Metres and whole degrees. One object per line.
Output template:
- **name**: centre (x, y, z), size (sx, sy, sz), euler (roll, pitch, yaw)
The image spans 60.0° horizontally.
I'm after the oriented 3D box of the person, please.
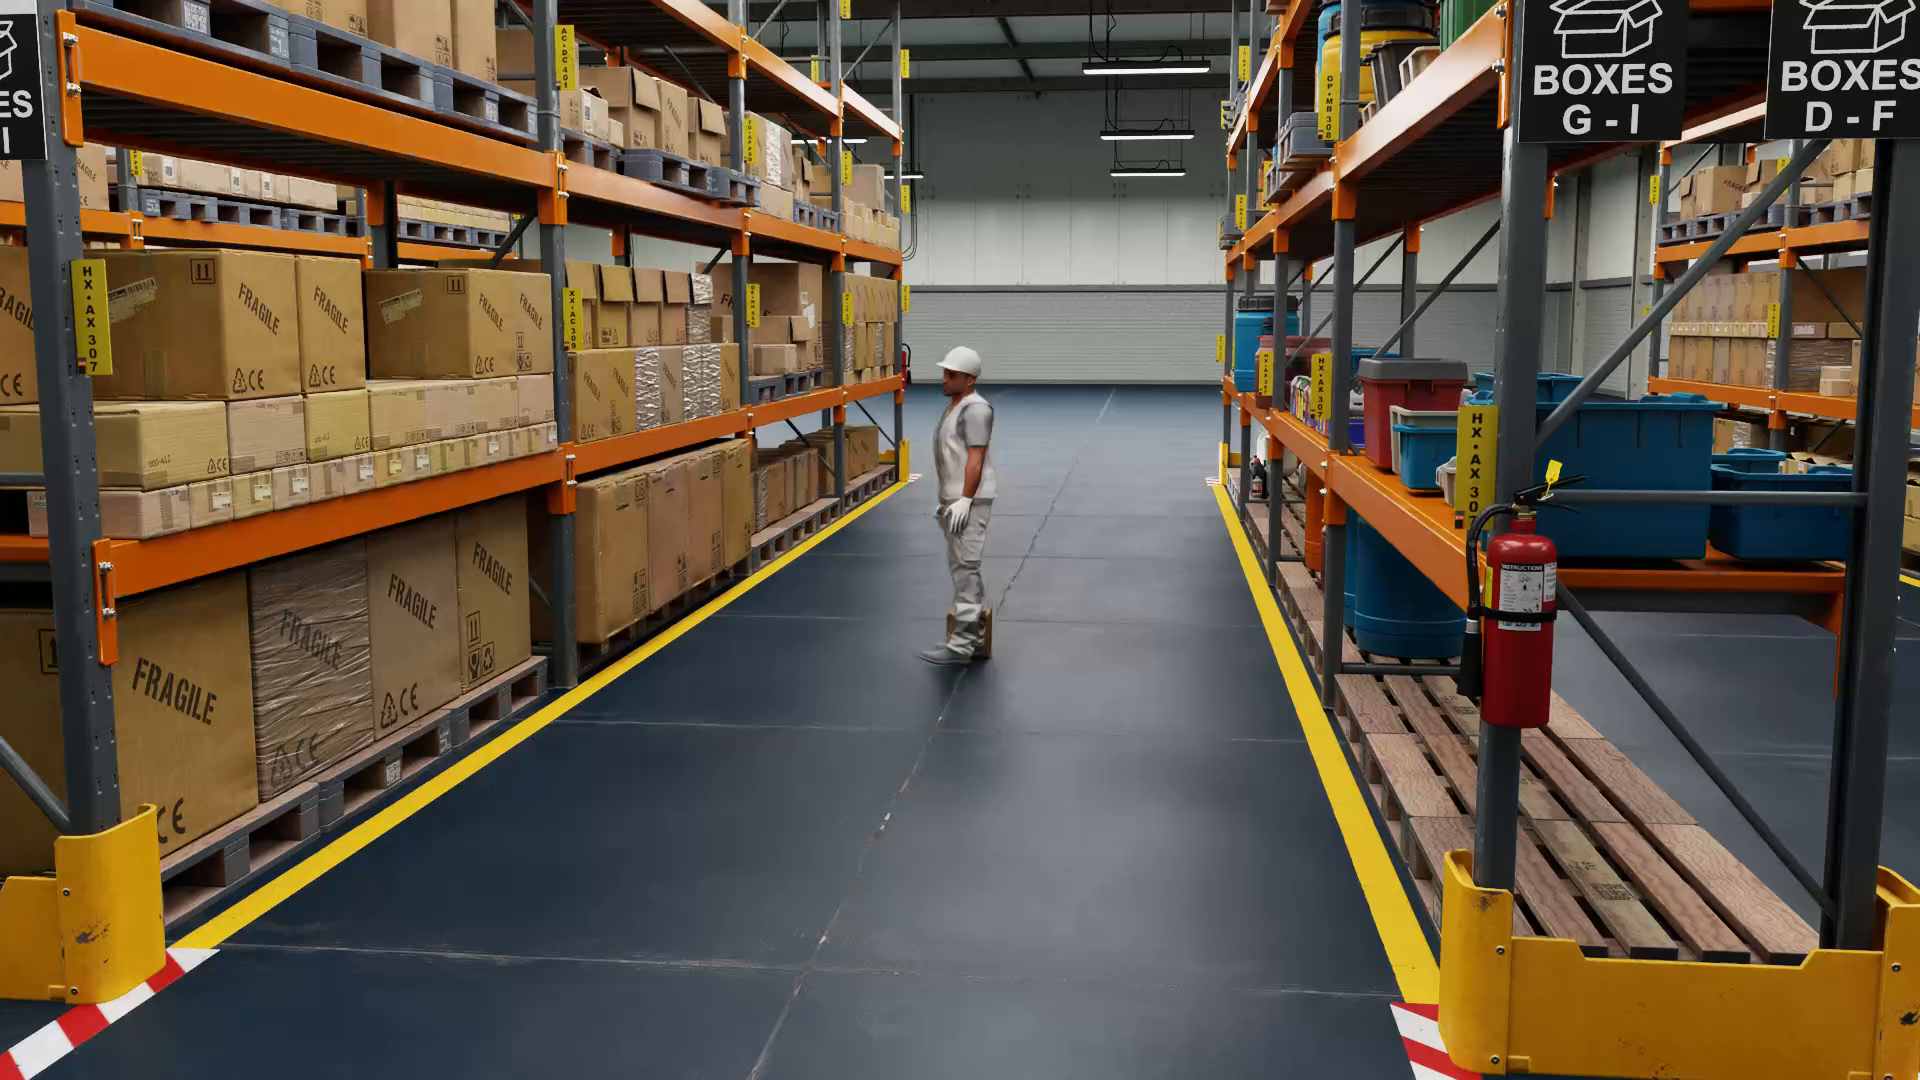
- **person**: centre (-0.039, -0.192, 9.414), size (0.467, 1.794, 0.594), euler (-2, 8, -15)
